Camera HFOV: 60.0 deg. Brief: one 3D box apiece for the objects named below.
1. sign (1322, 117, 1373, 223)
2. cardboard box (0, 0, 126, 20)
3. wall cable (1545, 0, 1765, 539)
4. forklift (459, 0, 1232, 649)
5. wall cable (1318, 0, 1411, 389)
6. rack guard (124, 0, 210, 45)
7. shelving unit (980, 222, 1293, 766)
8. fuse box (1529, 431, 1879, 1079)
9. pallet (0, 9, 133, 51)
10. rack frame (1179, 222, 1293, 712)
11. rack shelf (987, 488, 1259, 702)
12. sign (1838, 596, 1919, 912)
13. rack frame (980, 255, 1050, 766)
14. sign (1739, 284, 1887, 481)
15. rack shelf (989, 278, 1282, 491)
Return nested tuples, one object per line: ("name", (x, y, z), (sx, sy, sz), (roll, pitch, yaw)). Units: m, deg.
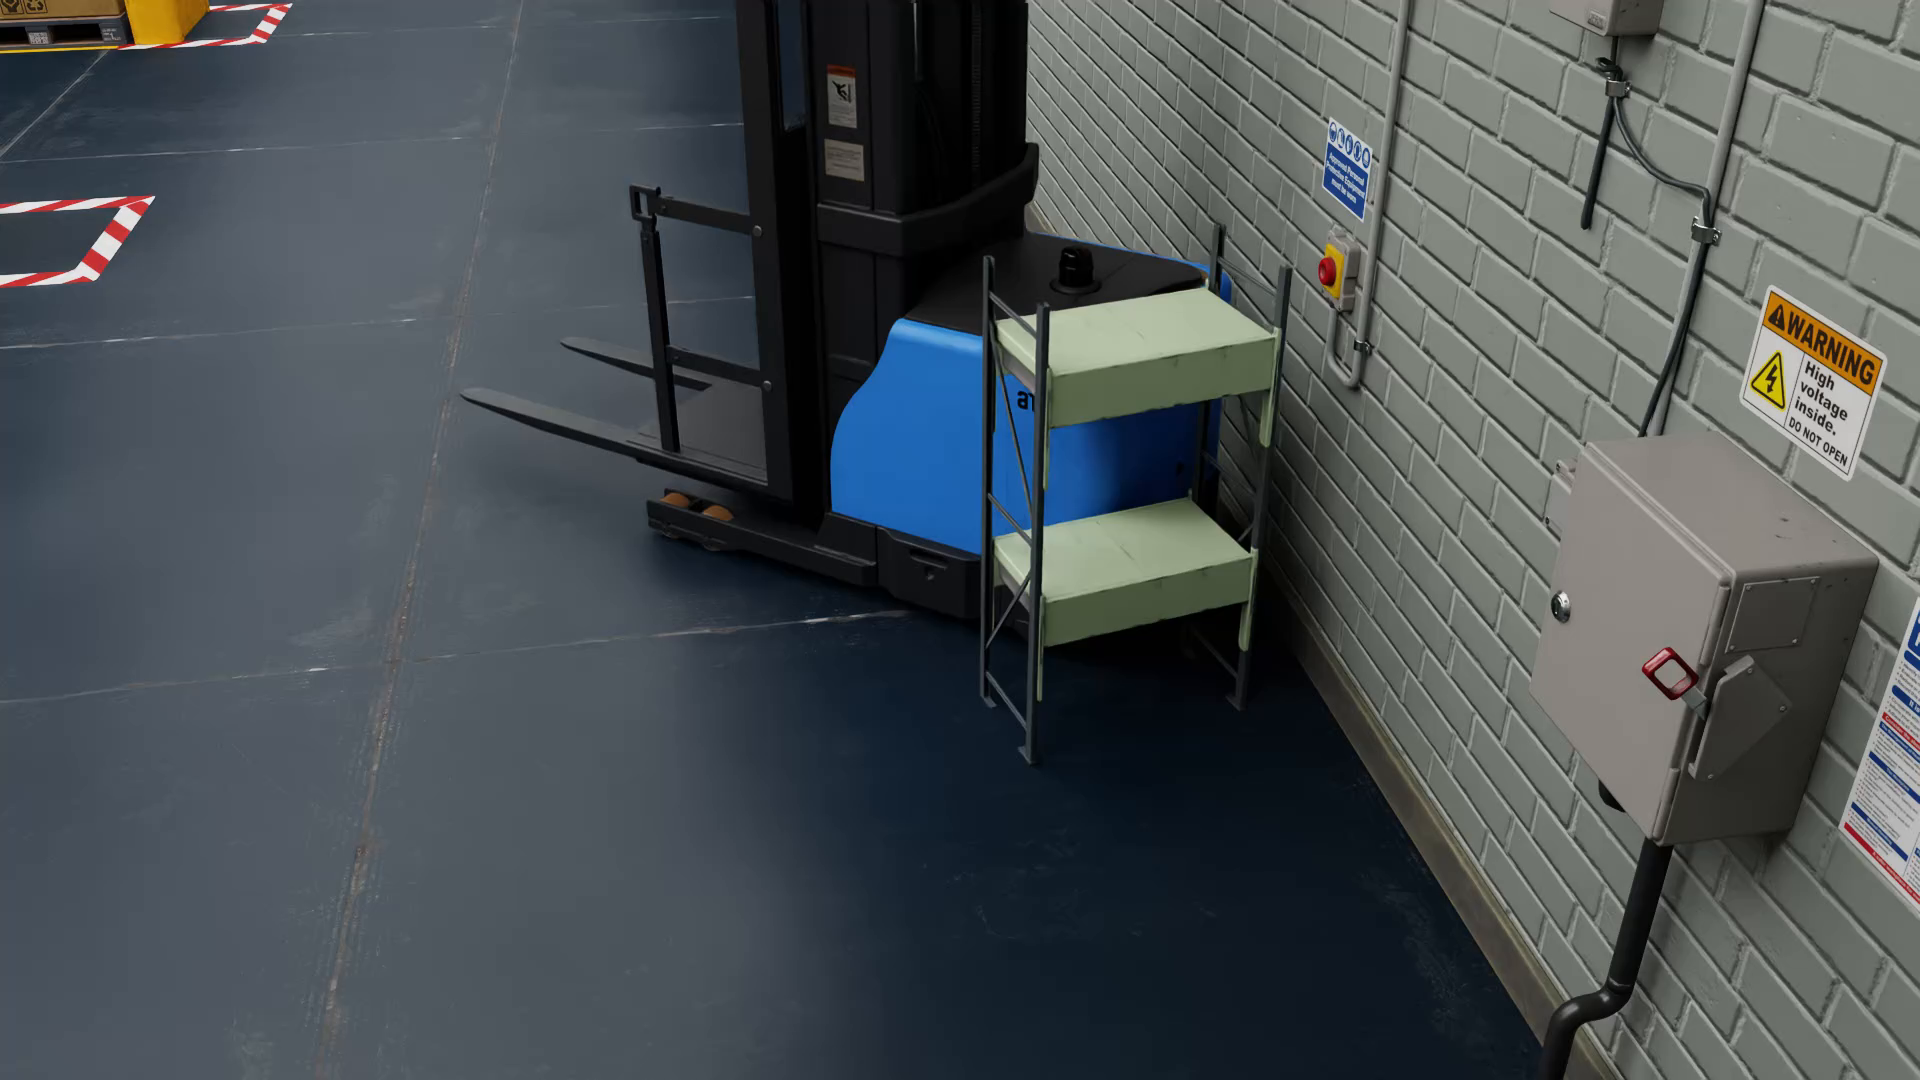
("sign", (1.133, -1.088, 4.875), (0.001, 0.218, 0.327), (-5, 31, -9))
("cardboard box", (-6.861, -4.524, 12.666), (0.875, 0.875, 0.875), (-5, 31, -9))
("wall cable", (1.348, -0.674, 3.435), (0.122, 1.984, 0.588), (-5, 31, -9))
("forklift", (-0.584, -1.435, 5.798), (3.031, 2.935, 1.130), (16, 34, 26))
("wall cable", (1.081, -1.394, 4.628), (0.123, 1.953, 0.585), (-5, 31, -9))
("rack guard", (-6.223, -4.281, 13.038), (0.348, 0.500, 1.175), (-5, 31, -9))
("shelving unit", (0.489, -0.123, 4.979), (0.755, 1.500, 0.431), (-12, 32, -19))
("fuse box", (1.316, 0.674, 3.416), (0.414, 1.711, 0.539), (-5, 31, -9))
("pallet", (-7.019, -4.043, 12.917), (1.213, 0.211, 1.003), (-5, 31, -9))
("rack frame", (0.828, -0.192, 5.097), (0.023, 1.500, 0.400), (-12, 32, -19))
("rack shelf", (0.489, 0.158, 5.144), (0.720, 0.370, 0.431), (-12, 32, -19))
("sign", (1.609, 0.387, 2.727), (0.001, 0.494, 0.329), (-5, 31, -9))
("rack frame", (0.150, -0.053, 4.860), (0.023, 1.500, 0.400), (-12, 32, -19))
("sign", (1.510, -0.284, 2.959), (0.001, 0.242, 0.339), (-5, 31, -9))
("rack shelf", (0.489, -0.459, 4.781), (0.720, 0.370, 0.431), (-12, 32, -19))
